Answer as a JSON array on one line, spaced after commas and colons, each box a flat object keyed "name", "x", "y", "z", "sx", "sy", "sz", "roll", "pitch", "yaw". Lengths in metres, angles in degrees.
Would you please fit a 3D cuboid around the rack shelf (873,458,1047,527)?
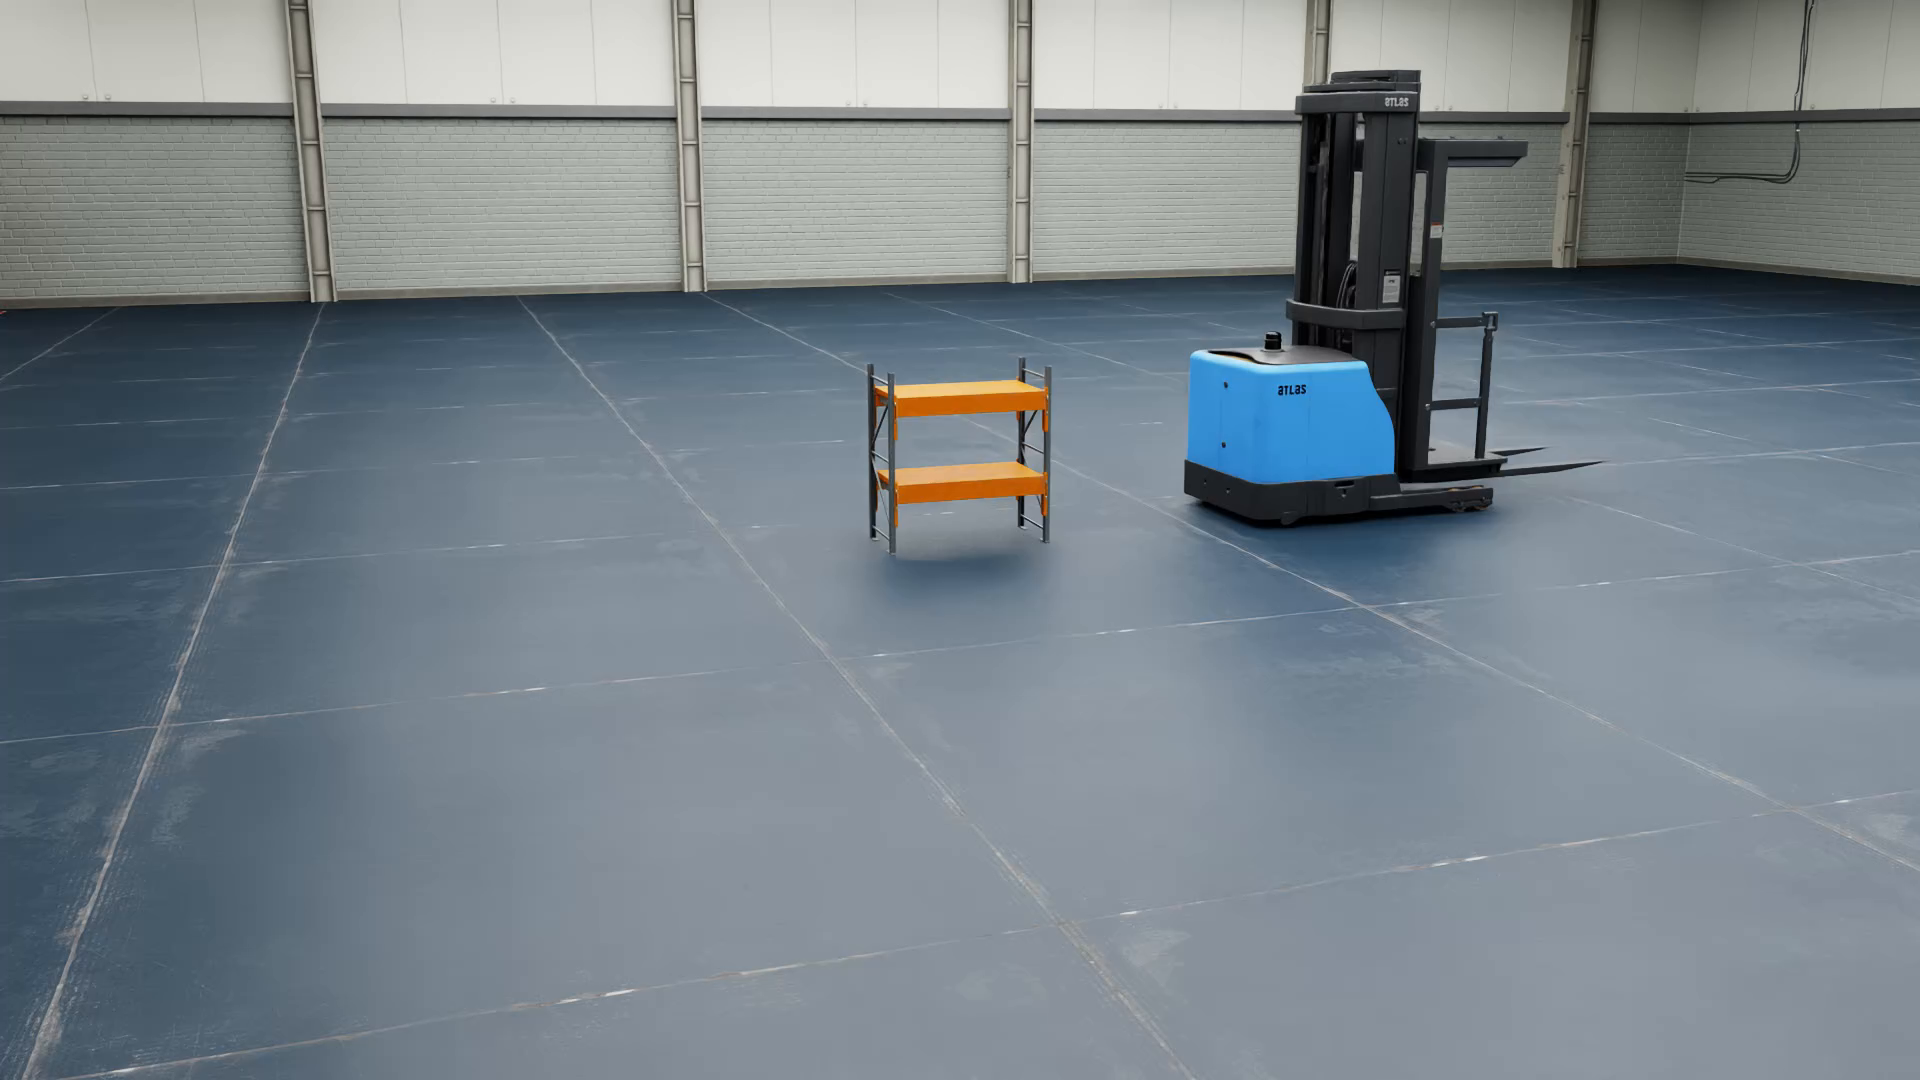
[{"name": "rack shelf", "x": -0.006, "y": -0.309, "z": 10.567, "sx": 1.000, "sy": 0.278, "sz": 0.538, "roll": -4, "pitch": 14, "yaw": -18}]

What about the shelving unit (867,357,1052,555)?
[{"name": "shelving unit", "x": -0.006, "y": -0.547, "z": 10.511, "sx": 1.048, "sy": 1.125, "sz": 0.538, "roll": -4, "pitch": 14, "yaw": -18}]

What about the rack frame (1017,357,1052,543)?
[{"name": "rack frame", "x": 0.475, "y": -0.584, "z": 10.668, "sx": 0.032, "sy": 1.125, "sz": 0.500, "roll": -4, "pitch": 14, "yaw": -18}]

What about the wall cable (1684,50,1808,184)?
[{"name": "wall cable", "x": 15.683, "y": -8.430, "z": 33.348, "sx": 0.112, "sy": 2.526, "sz": 3.097, "roll": -4, "pitch": 14, "yaw": -18}]

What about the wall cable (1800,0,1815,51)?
[{"name": "wall cable", "x": 16.546, "y": -10.294, "z": 30.269, "sx": 0.112, "sy": 2.526, "sz": 3.097, "roll": -4, "pitch": 14, "yaw": -18}]

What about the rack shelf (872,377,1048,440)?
[{"name": "rack shelf", "x": -0.006, "y": -0.831, "z": 10.443, "sx": 1.000, "sy": 0.278, "sz": 0.538, "roll": -4, "pitch": 14, "yaw": -18}]

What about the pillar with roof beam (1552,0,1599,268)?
[{"name": "pillar with roof beam", "x": 13.842, "y": -9.069, "z": 29.324, "sx": 0.400, "sy": 9.000, "sz": 9.100, "roll": -4, "pitch": 14, "yaw": -18}]

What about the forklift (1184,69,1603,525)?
[{"name": "forklift", "x": 3.148, "y": -1.721, "z": 11.546, "sx": 3.031, "sy": 2.935, "sz": 1.130, "roll": -5, "pitch": 14, "yaw": -21}]

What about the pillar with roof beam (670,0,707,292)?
[{"name": "pillar with roof beam", "x": -3.218, "y": -7.741, "z": 23.739, "sx": 0.400, "sy": 9.000, "sz": 9.100, "roll": -4, "pitch": 14, "yaw": -18}]

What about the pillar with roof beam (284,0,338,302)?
[{"name": "pillar with roof beam", "x": -8.905, "y": -7.298, "z": 21.877, "sx": 0.400, "sy": 9.000, "sz": 9.100, "roll": -4, "pitch": 14, "yaw": -18}]

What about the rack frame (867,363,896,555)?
[{"name": "rack frame", "x": -0.488, "y": -0.509, "z": 10.353, "sx": 0.032, "sy": 1.125, "sz": 0.500, "roll": -4, "pitch": 14, "yaw": -18}]

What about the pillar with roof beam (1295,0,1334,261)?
[{"name": "pillar with roof beam", "x": 8.155, "y": -8.626, "z": 27.462, "sx": 0.400, "sy": 9.000, "sz": 9.100, "roll": -4, "pitch": 14, "yaw": -18}]

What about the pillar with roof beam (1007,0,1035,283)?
[{"name": "pillar with roof beam", "x": 2.469, "y": -8.183, "z": 25.601, "sx": 0.400, "sy": 9.000, "sz": 9.100, "roll": -4, "pitch": 14, "yaw": -18}]
